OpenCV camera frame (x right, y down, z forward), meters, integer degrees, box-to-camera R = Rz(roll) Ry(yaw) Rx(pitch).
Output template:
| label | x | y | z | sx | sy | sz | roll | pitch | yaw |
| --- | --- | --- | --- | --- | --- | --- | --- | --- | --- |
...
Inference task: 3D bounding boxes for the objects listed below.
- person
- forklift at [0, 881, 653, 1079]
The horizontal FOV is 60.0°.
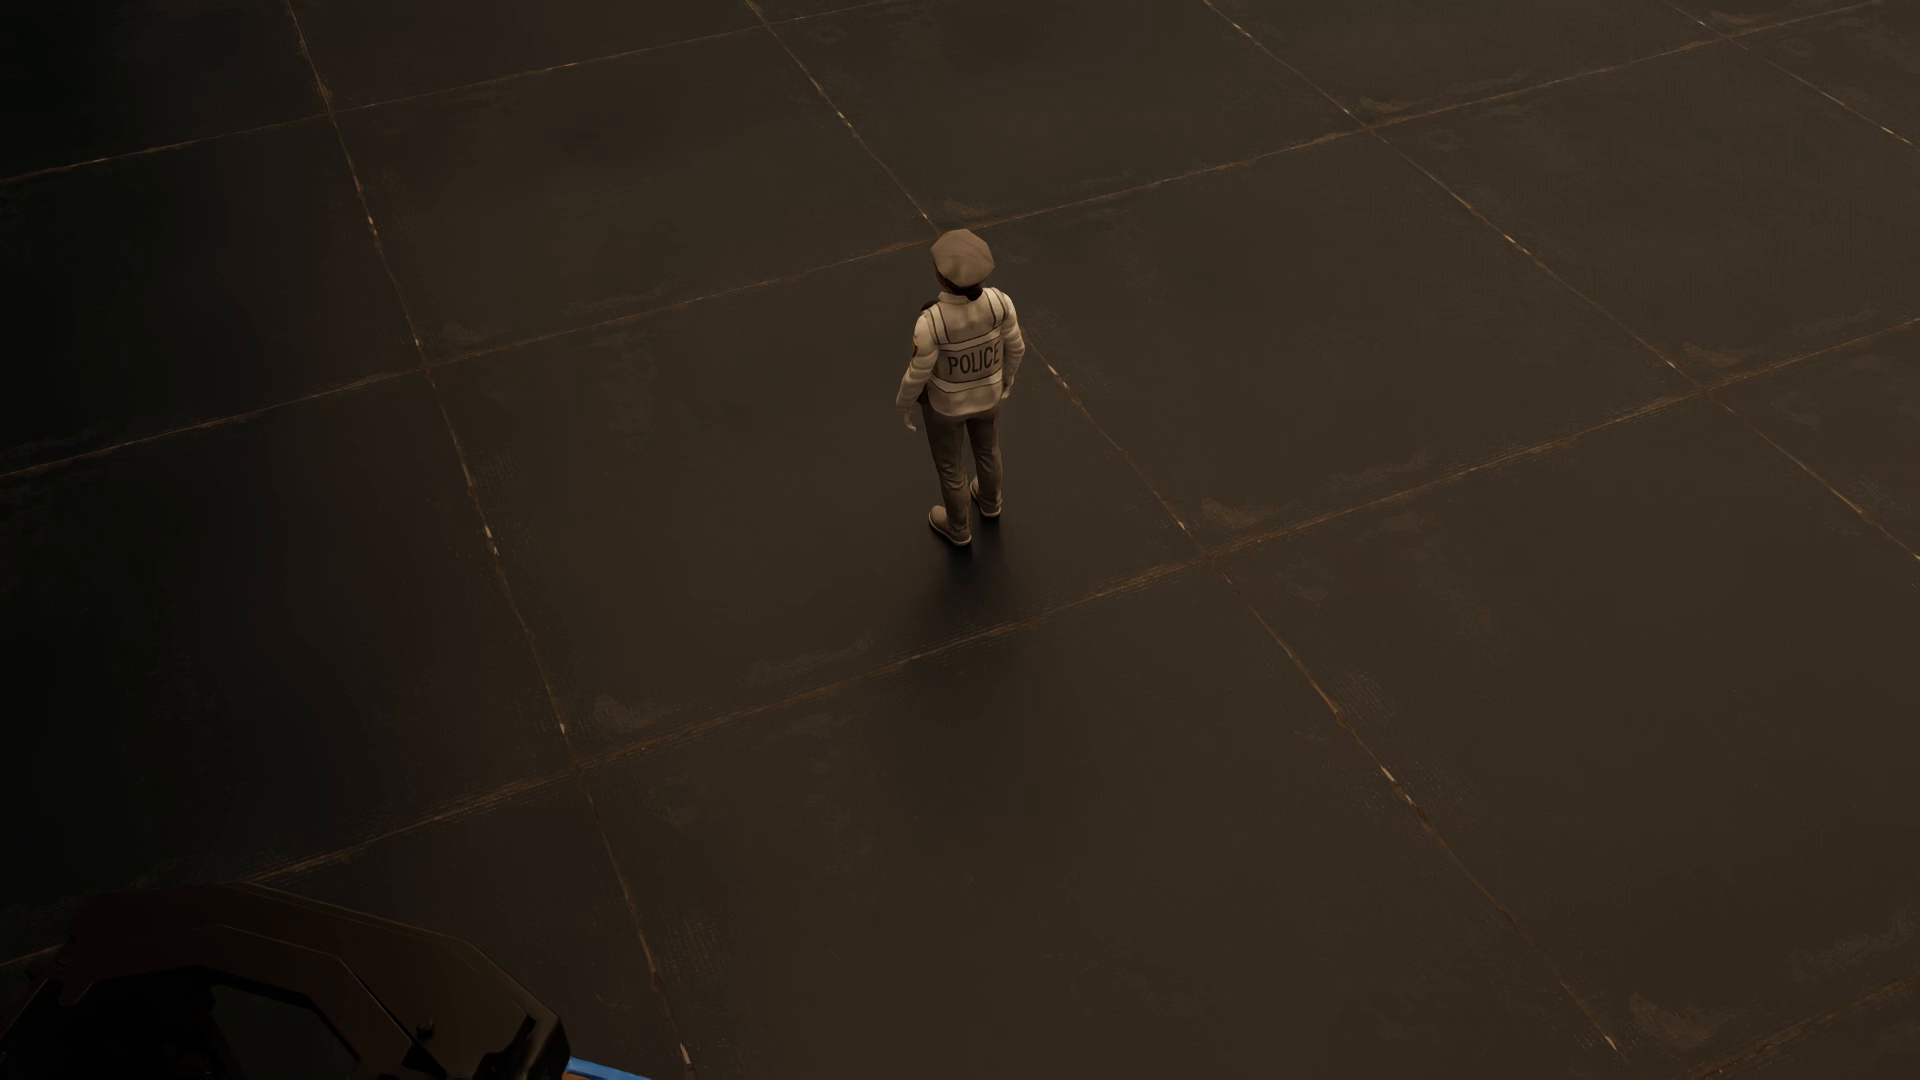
| label | x | y | z | sx | sy | sz | roll | pitch | yaw |
| --- | --- | --- | --- | --- | --- | --- | --- | --- | --- |
| person | -0.022 | -0.668 | 7.292 | 0.588 | 1.696 | 0.533 | -18 | 46 | -18 |
| forklift | -1.332 | 2.179 | 3.345 | 1.130 | 2.935 | 3.031 | 11 | 44 | 12 |
